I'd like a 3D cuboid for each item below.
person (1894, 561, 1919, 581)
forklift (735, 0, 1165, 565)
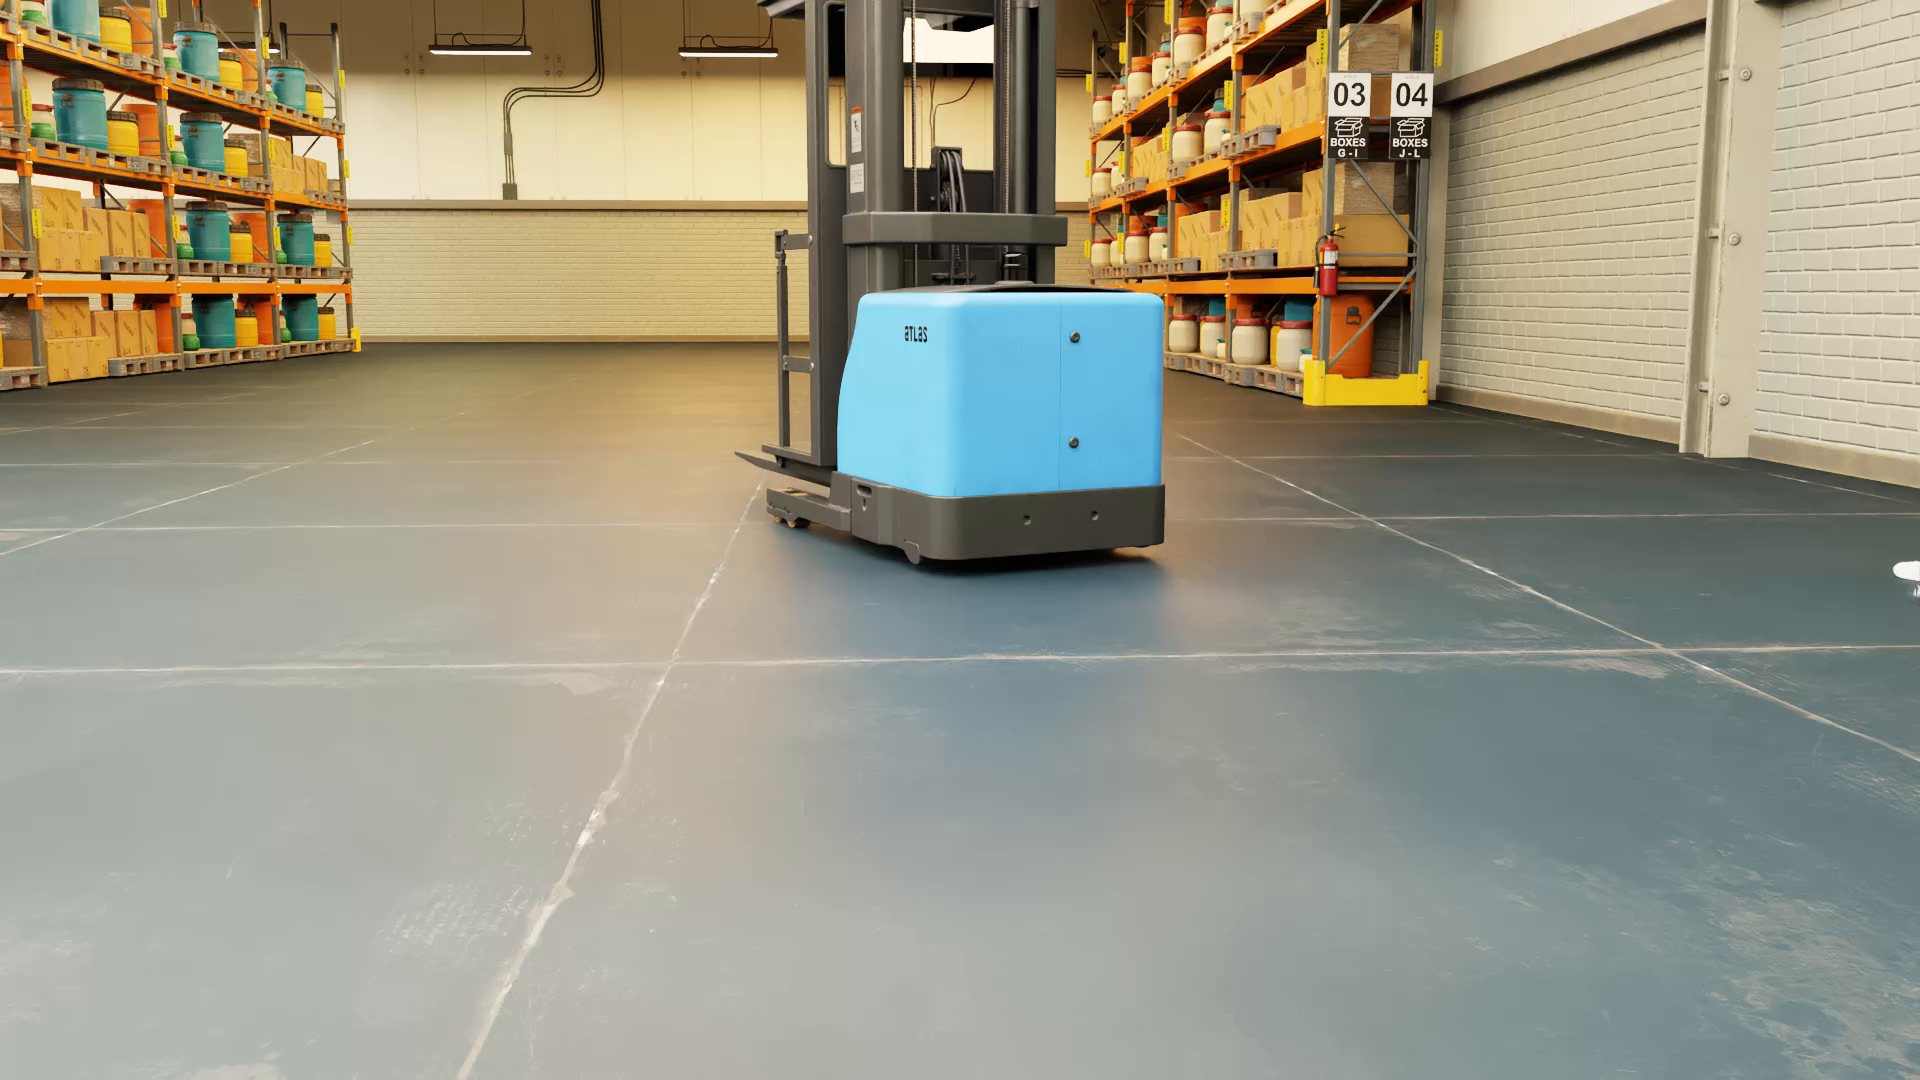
[{"bbox_3d":[3.663,-0.643,5.949,0.402,1.678,0.593,4,9,23],"label":"person"},{"bbox_3d":[-0.264,-1.530,7.637,1.130,2.935,3.031,-4,9,-25],"label":"forklift"}]
